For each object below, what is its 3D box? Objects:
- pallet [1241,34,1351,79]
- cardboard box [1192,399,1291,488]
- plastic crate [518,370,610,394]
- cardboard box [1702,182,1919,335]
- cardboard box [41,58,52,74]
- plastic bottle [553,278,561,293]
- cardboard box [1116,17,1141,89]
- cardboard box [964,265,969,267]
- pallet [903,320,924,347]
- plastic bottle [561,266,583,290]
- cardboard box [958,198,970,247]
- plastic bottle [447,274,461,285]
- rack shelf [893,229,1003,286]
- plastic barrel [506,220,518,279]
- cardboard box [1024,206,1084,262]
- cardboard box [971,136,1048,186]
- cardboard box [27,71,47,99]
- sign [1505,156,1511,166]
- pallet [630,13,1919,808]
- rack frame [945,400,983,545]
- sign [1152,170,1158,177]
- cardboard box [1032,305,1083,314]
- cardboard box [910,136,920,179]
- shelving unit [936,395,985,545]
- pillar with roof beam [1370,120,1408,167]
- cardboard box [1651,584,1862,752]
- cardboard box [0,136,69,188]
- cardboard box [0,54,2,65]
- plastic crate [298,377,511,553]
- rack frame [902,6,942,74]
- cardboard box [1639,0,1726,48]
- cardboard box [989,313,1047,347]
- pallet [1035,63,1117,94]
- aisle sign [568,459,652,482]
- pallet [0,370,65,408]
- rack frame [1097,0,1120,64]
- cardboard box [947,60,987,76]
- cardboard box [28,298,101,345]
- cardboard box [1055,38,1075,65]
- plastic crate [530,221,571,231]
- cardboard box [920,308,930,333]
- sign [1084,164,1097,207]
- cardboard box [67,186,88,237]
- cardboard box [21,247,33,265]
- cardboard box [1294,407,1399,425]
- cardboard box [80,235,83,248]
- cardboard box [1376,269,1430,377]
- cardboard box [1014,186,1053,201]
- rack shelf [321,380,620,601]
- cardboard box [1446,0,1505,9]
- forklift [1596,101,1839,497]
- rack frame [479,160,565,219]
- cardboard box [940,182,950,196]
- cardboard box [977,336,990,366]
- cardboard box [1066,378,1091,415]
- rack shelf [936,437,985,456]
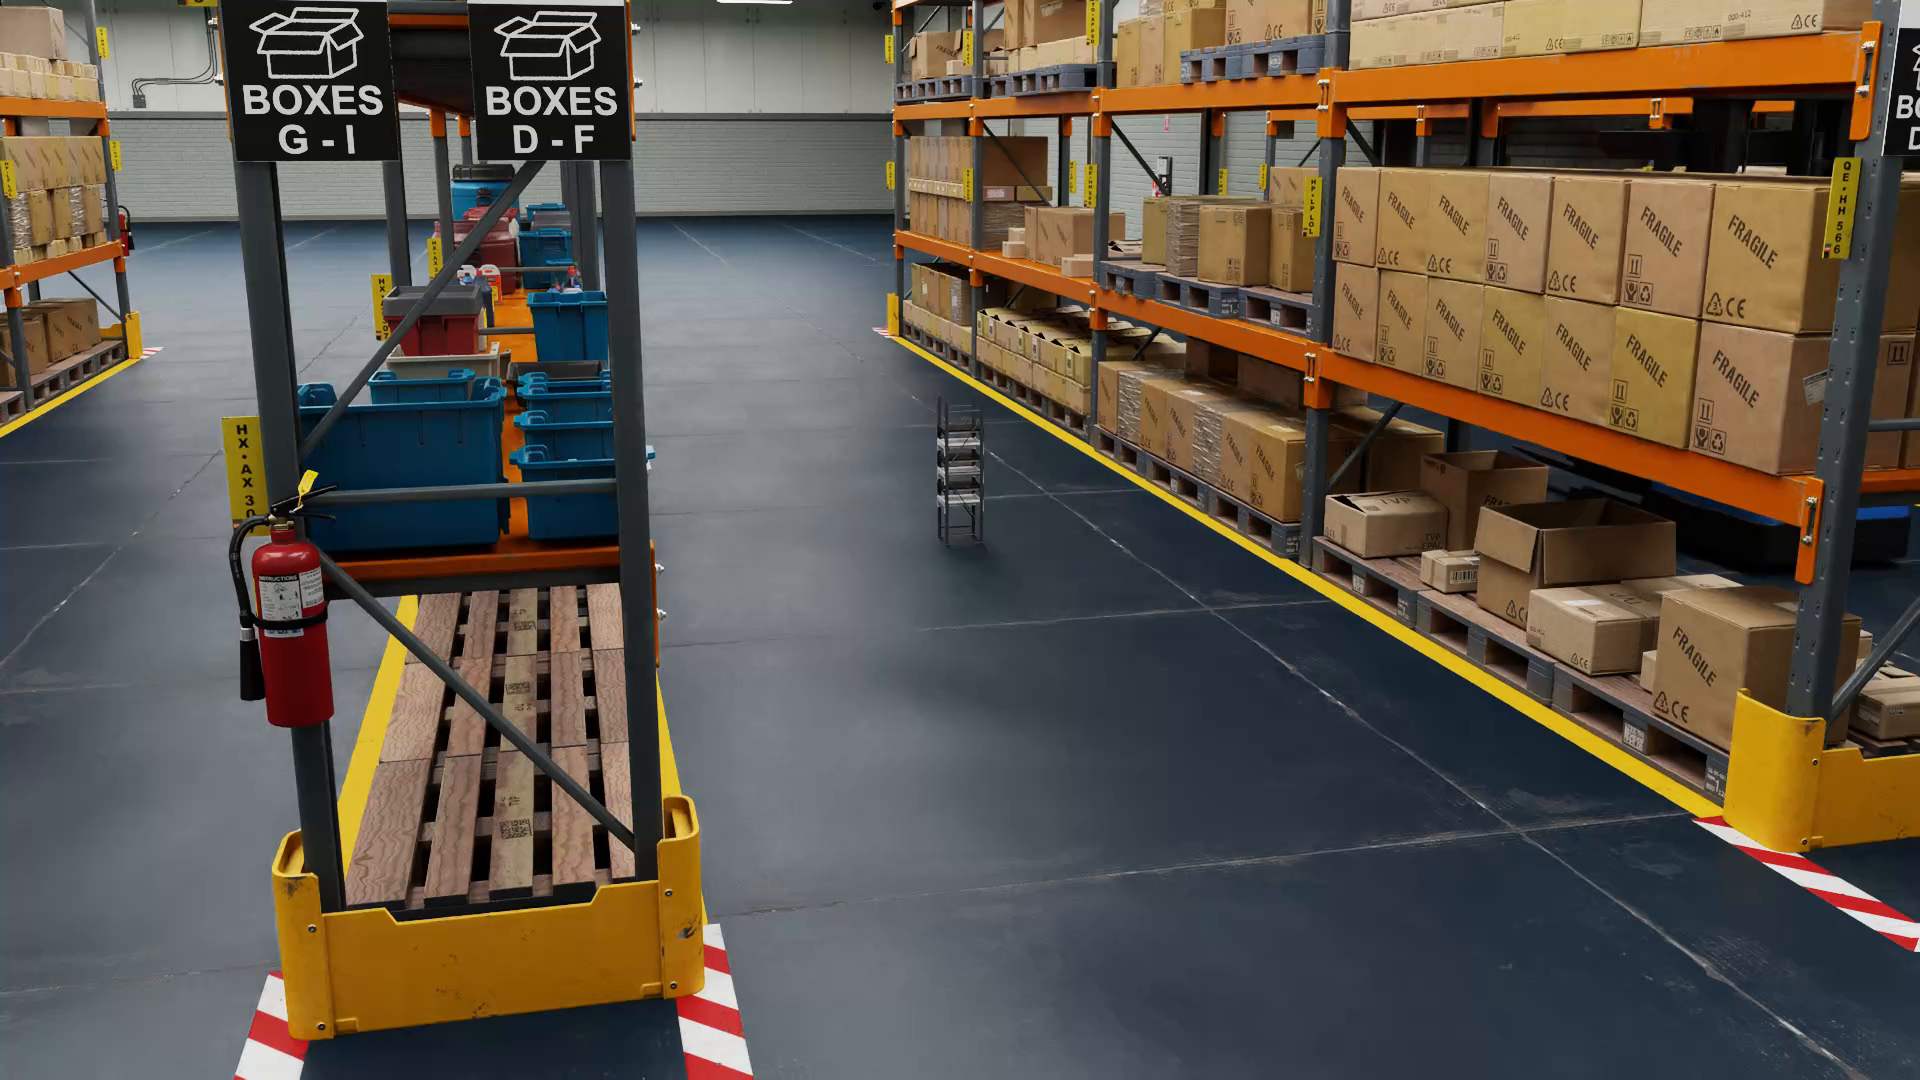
[{"bbox_3d":[2.414,-2.842,9.817,1.213,0.211,1.003,-3,14,-13],"label":"pallet"},{"bbox_3d":[1.880,-0.650,11.106,0.500,0.500,0.500,-3,14,-12],"label":"cardboard box"},{"bbox_3d":[-1.495,-0.520,6.463,0.416,0.233,0.300,-3,14,-13],"label":"plastic crate"},{"bbox_3d":[3.067,-1.021,5.969,0.500,0.500,0.500,-3,14,-14],"label":"cardboard box"},{"bbox_3d":[-9.263,-4.704,16.517,0.380,0.149,0.250,-4,14,-16],"label":"cardboard box"},{"bbox_3d":[-2.574,-1.529,10.612,0.061,0.283,0.133,-3,14,-13],"label":"plastic bottle"},{"bbox_3d":[1.695,-3.652,12.524,0.910,0.500,0.500,-3,14,-13],"label":"cardboard box"},{"bbox_3d":[0.345,-2.986,19.658,0.500,0.500,0.500,-3,14,-13],"label":"cardboard box"},{"bbox_3d":[-4.296,-5.899,22.211,7.996,5.868,8.017,-3,14,-13],"label":"pallet"},{"bbox_3d":[-2.481,-1.574,10.651,0.144,0.351,0.185,-3,14,-13],"label":"plastic bottle"},{"bbox_3d":[0.380,-3.440,17.975,0.700,0.500,0.500,-3,14,-14],"label":"cardboard box"},{"bbox_3d":[-3.109,-1.471,10.231,0.144,0.351,0.185,-3,14,-13],"label":"plastic bottle"},{"bbox_3d":[0.151,-3.280,19.047,1.077,0.370,4.000,-3,14,-13],"label":"rack shelf"},{"bbox_3d":[-3.705,-2.249,13.079,0.421,0.512,0.421,0,14,0],"label":"plastic barrel"},{"bbox_3d":[0.909,-2.917,15.835,0.500,0.500,0.500,-2,14,-9],"label":"cardboard box"},{"bbox_3d":[0.510,-3.949,17.324,0.700,0.500,0.500,-3,14,-13],"label":"cardboard box"},{"bbox_3d":[-9.102,-4.356,15.931,0.500,0.250,0.500,-4,14,-15],"label":"cardboard box"},{"bbox_3d":[5.973,-4.039,18.199,0.100,0.325,0.005,-3,14,-13],"label":"sign"},{"bbox_3d":[-5.602,-7.268,27.534,7.867,5.999,48.037,-3,14,-13],"label":"pallet"},{"bbox_3d":[0.026,-0.412,10.217,0.240,0.900,0.006,-3,14,-13],"label":"rack frame"},{"bbox_3d":[3.511,-6.617,30.000,0.001,0.109,0.331,-3,14,-13],"label":"sign"},{"bbox_3d":[0.994,-2.231,16.966,0.500,0.311,0.500,-3,14,-13],"label":"cardboard box"},{"bbox_3d":[-0.209,-4.649,20.190,0.700,0.500,0.500,-3,14,-13],"label":"cardboard box"},{"bbox_3d":[0.002,-0.435,10.313,0.258,0.900,0.210,-3,14,-13],"label":"shelving unit"},{"bbox_3d":[1.316,-6.929,19.826,9.100,9.000,0.400,-3,14,-13],"label":"pillar with roof beam"},{"bbox_3d":[3.072,0.489,6.443,0.500,0.500,0.500,-3,14,-13],"label":"cardboard box"},{"bbox_3d":[-9.232,-3.759,16.547,0.500,0.500,0.500,-3,14,-13],"label":"cardboard box"},{"bbox_3d":[-8.915,-4.344,15.044,0.380,0.149,0.250,-4,14,-16],"label":"cardboard box"},{"bbox_3d":[-1.637,-0.237,4.877,0.616,0.435,0.499,-3,14,-13],"label":"plastic crate"},{"bbox_3d":[-0.316,-7.005,20.139,0.949,2.616,0.053,-3,14,-13],"label":"rack frame"},{"bbox_3d":[2.955,-2.003,6.303,0.500,0.250,0.500,-3,14,-13],"label":"cardboard box"},{"bbox_3d":[0.588,-2.083,16.362,0.500,0.311,0.500,-3,14,-14],"label":"cardboard box"},{"bbox_3d":[1.314,-3.762,13.583,1.213,0.211,1.003,-3,14,-11],"label":"pallet"},{"bbox_3d":[-1.110,-0.179,5.269,0.250,0.136,0.298,-3,14,-13],"label":"aisle sign"},{"bbox_3d":[-9.202,-1.415,15.773,1.003,0.211,1.213,-3,14,-13],"label":"pallet"},{"bbox_3d":[1.560,-5.159,12.584,1.000,3.000,0.127,-3,14,-13],"label":"rack frame"},{"bbox_3d":[0.072,-5.038,17.757,0.380,0.149,0.250,-3,14,-13],"label":"cardboard box"},{"bbox_3d":[-9.819,-2.384,18.247,0.500,0.500,0.500,-1,14,-3],"label":"cardboard box"},{"bbox_3d":[1.135,-4.187,14.357,0.500,0.250,0.500,-4,14,-14],"label":"cardboard box"},{"bbox_3d":[-3.338,-2.391,13.757,0.402,0.464,0.583,-3,14,-13],"label":"plastic crate"},{"bbox_3d":[-0.171,-2.592,19.626,0.500,0.250,0.500,-3,14,-13],"label":"cardboard box"},{"bbox_3d":[1.021,-2.776,13.029,0.100,0.325,0.005,-3,14,-13],"label":"sign"},{"bbox_3d":[-9.537,-3.377,17.094,0.875,0.500,0.500,-3,14,-13],"label":"cardboard box"},{"bbox_3d":[-8.814,-2.619,15.357,0.380,0.149,0.250,-3,14,-13],"label":"cardboard box"},{"bbox_3d":[2.487,-0.569,10.777,0.500,0.500,0.500,-3,14,-12],"label":"cardboard box"},{"bbox_3d":[-9.452,-3.132,17.455,0.380,0.149,0.250,-3,14,-13],"label":"cardboard box"},{"bbox_3d":[2.478,-1.120,8.481,0.500,0.500,0.500,-3,14,-12],"label":"cardboard box"},{"bbox_3d":[0.746,-3.604,17.282,0.380,0.149,0.250,-3,14,-13],"label":"cardboard box"},{"bbox_3d":[-1.847,-0.331,6.566,0.919,0.124,3.809,-3,14,-13],"label":"rack shelf"},{"bbox_3d":[2.597,-2.592,7.659,0.500,0.250,0.500,-3,14,-13],"label":"cardboard box"},{"bbox_3d":[5.482,-1.980,12.355,3.258,2.935,6.019,-3,14,-12],"label":"forklift"},{"bbox_3d":[-5.135,-3.815,19.723,1.000,3.000,0.127,-3,14,-13],"label":"rack frame"},{"bbox_3d":[-0.014,-3.936,18.641,0.380,0.149,0.250,-3,14,-11],"label":"cardboard box"},{"bbox_3d":[0.474,-1.929,16.912,0.500,0.250,0.500,-4,14,-15],"label":"cardboard box"},{"bbox_3d":[1.199,-1.221,14.013,0.500,0.250,0.500,-3,14,-12],"label":"cardboard box"},{"bbox_3d":[0.002,-0.578,10.278,0.258,0.077,0.200,-3,14,-13],"label":"rack shelf"}]
